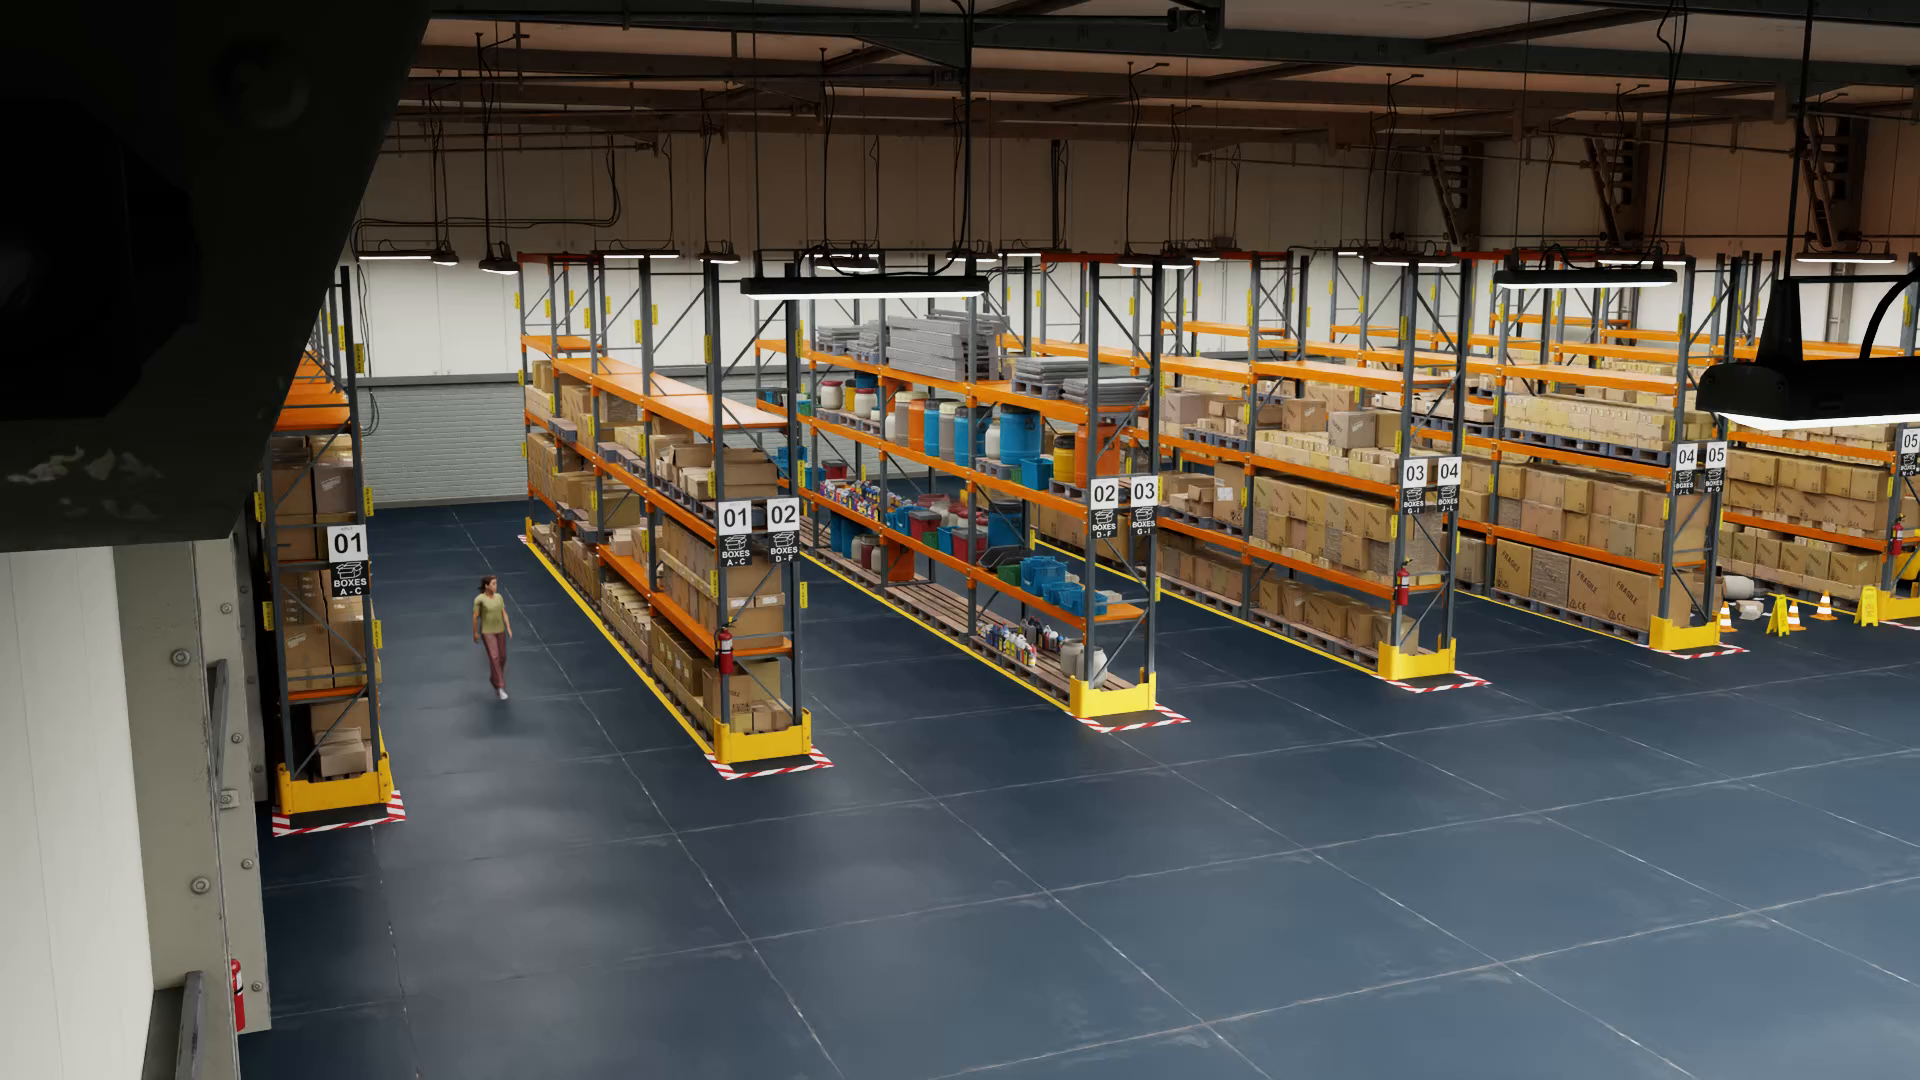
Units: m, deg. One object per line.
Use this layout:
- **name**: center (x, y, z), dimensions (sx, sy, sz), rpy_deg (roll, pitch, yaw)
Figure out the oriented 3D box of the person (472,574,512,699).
- **person**: center (-6.456, 1.327, 23.241), dimensions (0.762, 1.663, 0.472), rpy_deg (9, 14, 42)
